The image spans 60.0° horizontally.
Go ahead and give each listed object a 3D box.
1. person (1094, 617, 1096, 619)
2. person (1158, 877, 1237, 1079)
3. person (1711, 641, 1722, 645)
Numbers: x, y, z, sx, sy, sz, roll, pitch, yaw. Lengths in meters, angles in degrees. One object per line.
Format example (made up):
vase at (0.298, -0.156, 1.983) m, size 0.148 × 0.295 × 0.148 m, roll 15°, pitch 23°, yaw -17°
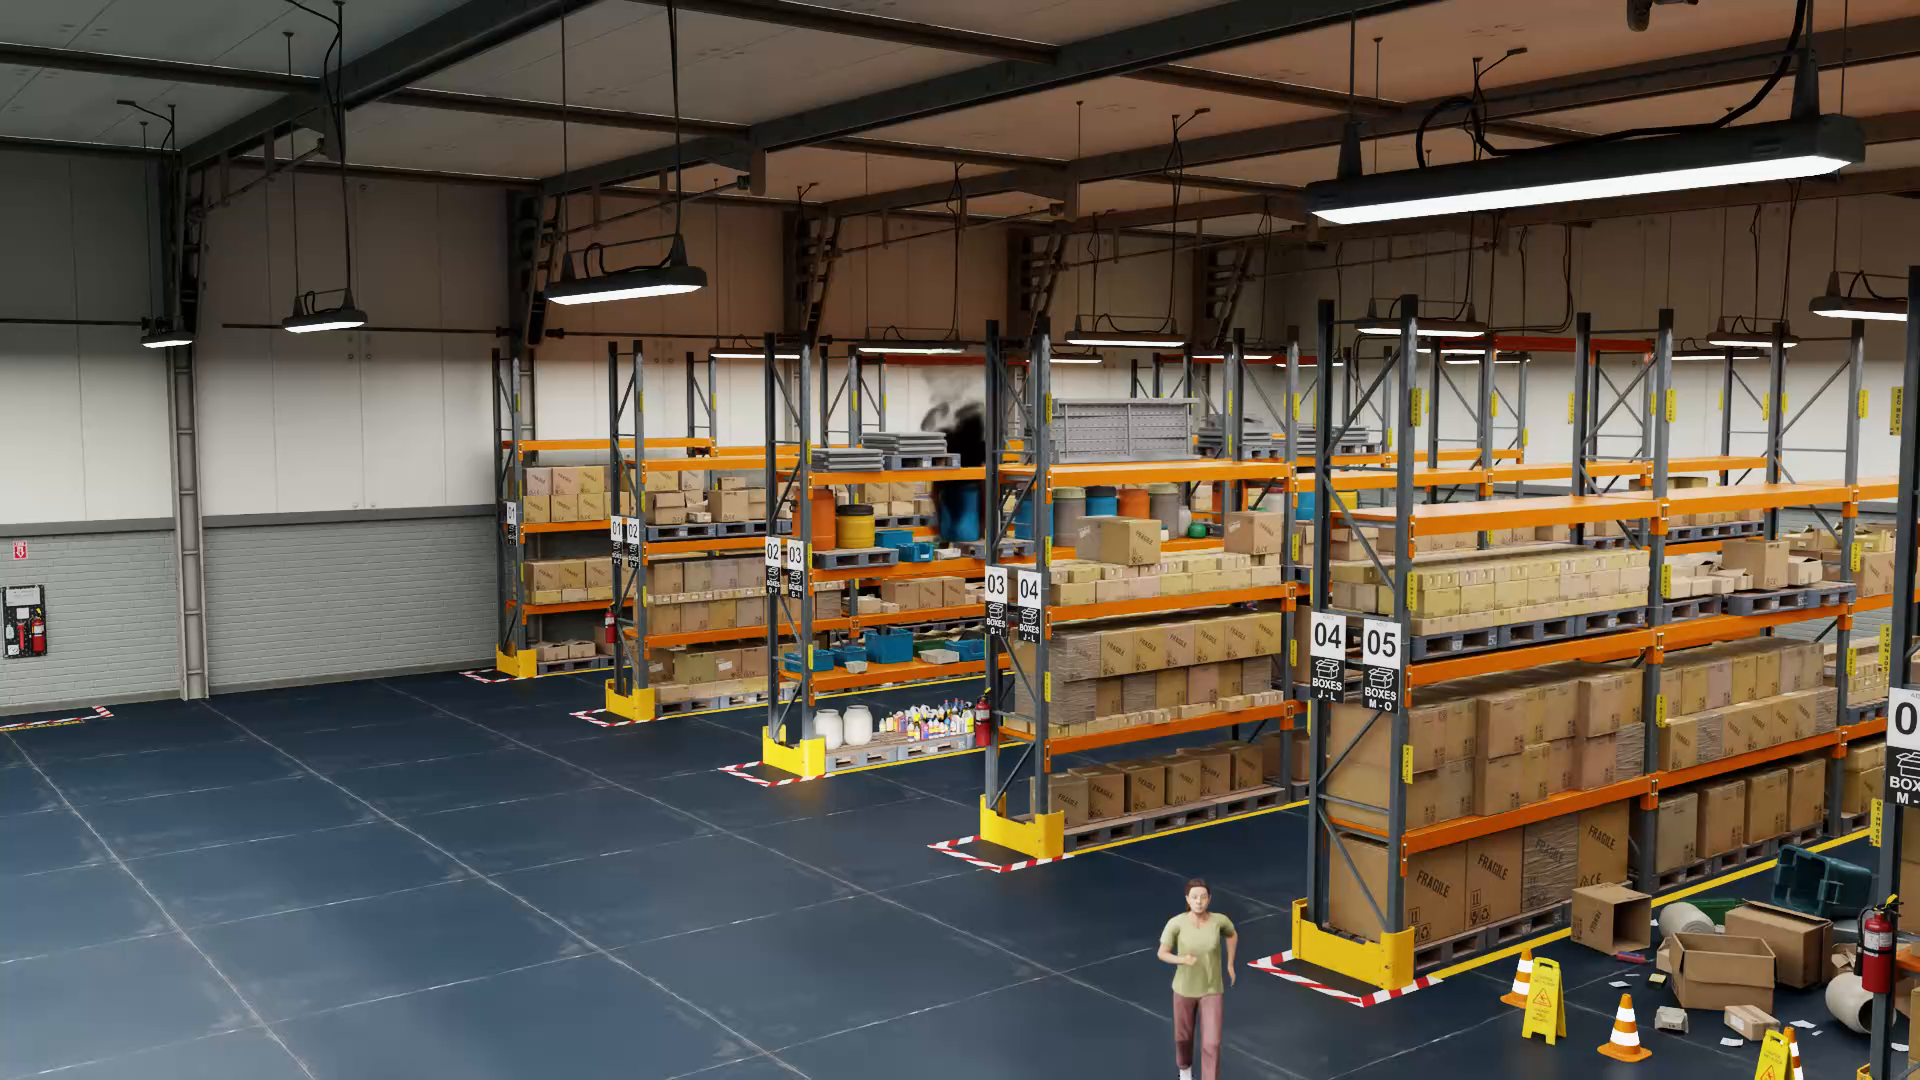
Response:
person at (2.582, 1.763, 29.365) m, size 0.731 × 1.710 × 0.542 m, roll -5°, pitch 7°, yaw -44°
person at (1.706, 3.256, 11.947) m, size 0.577 × 1.673 × 0.945 m, roll 1°, pitch 5°, yaw 6°
person at (10.268, 2.279, 22.646) m, size 0.902 × 1.836 × 0.676 m, roll -5°, pitch 7°, yaw -45°
